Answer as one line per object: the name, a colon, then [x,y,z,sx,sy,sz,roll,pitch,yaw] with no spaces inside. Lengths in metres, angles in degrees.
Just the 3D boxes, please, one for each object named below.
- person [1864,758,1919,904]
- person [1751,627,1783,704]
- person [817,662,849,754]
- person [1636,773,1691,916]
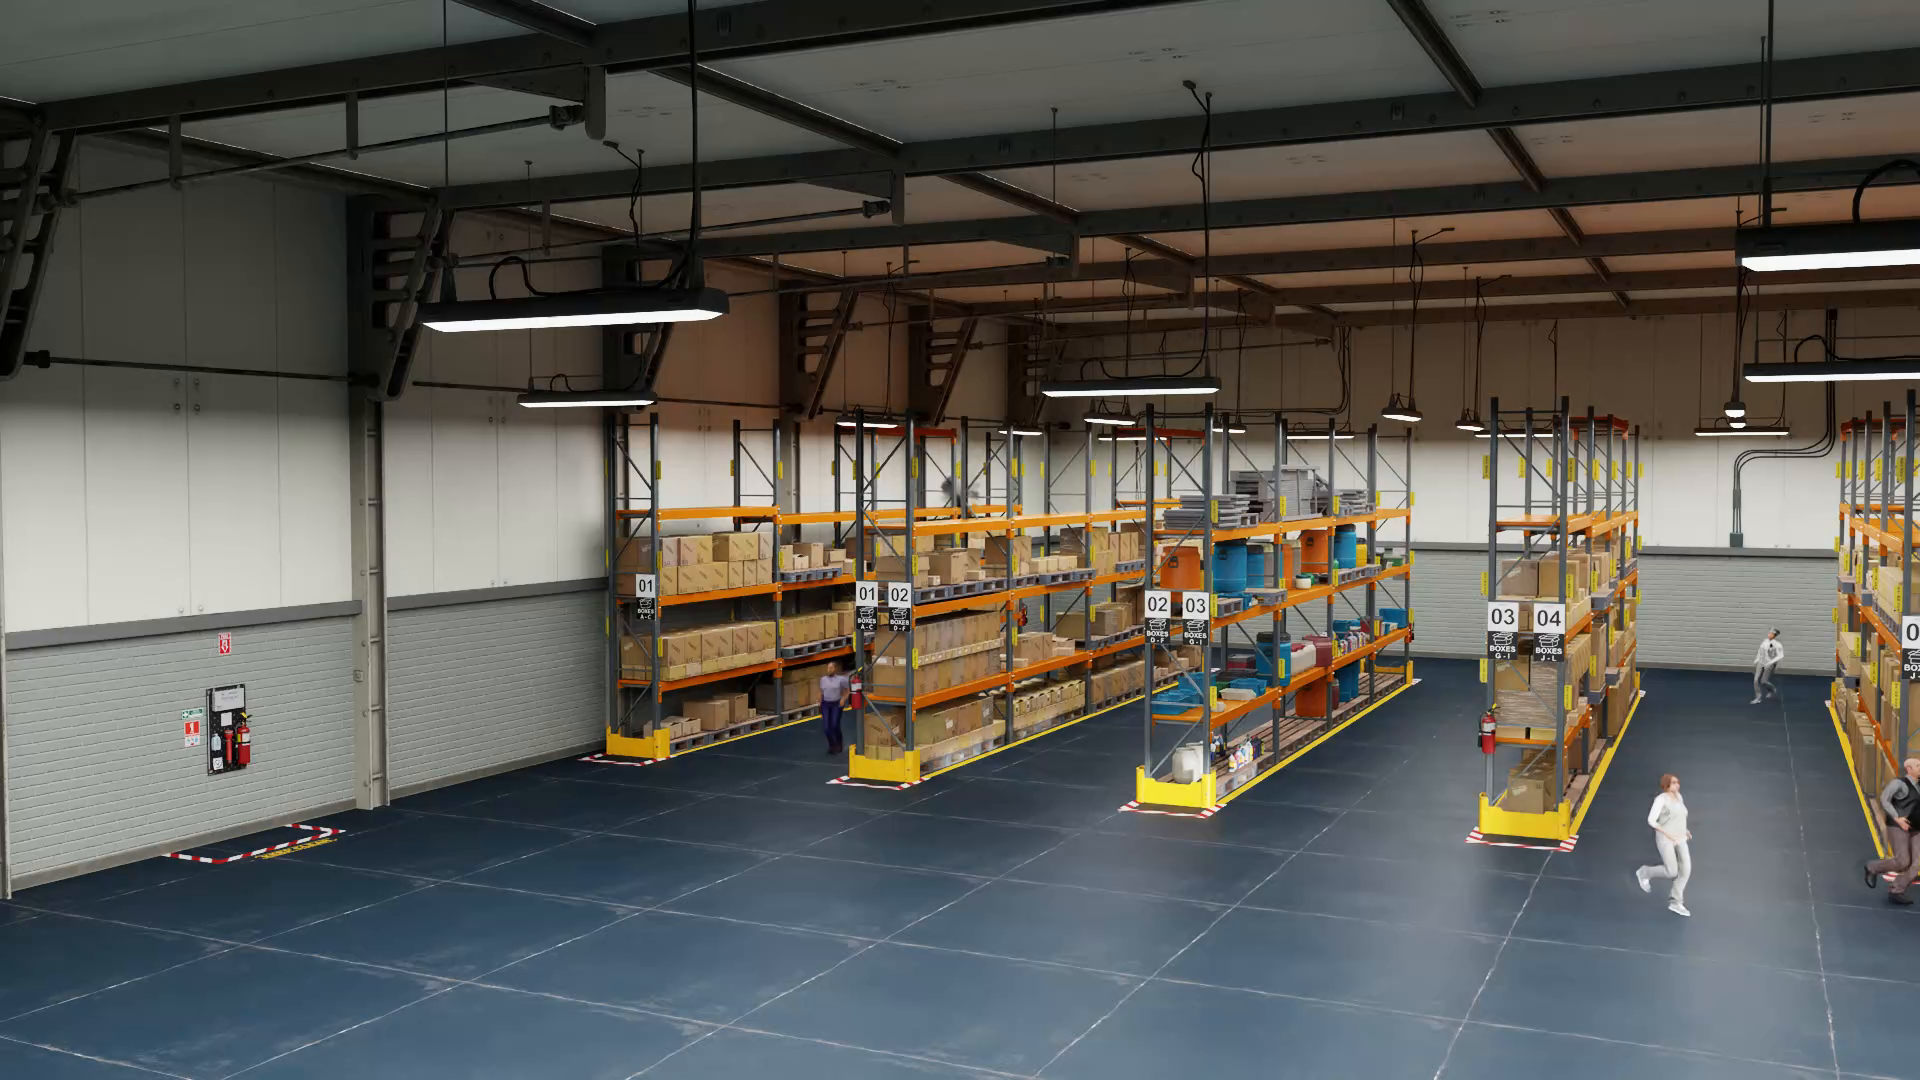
person: [11.026,3.361,19.433,0.673,1.638,0.638,-1,3,-22]
person: [17.308,2.692,35.632,0.648,1.668,0.670,-1,3,-23]
person: [-2.259,2.966,29.240,0.591,1.606,0.576,1,2,15]
person: [8.062,3.434,18.956,0.546,1.575,0.691,-1,3,-26]
